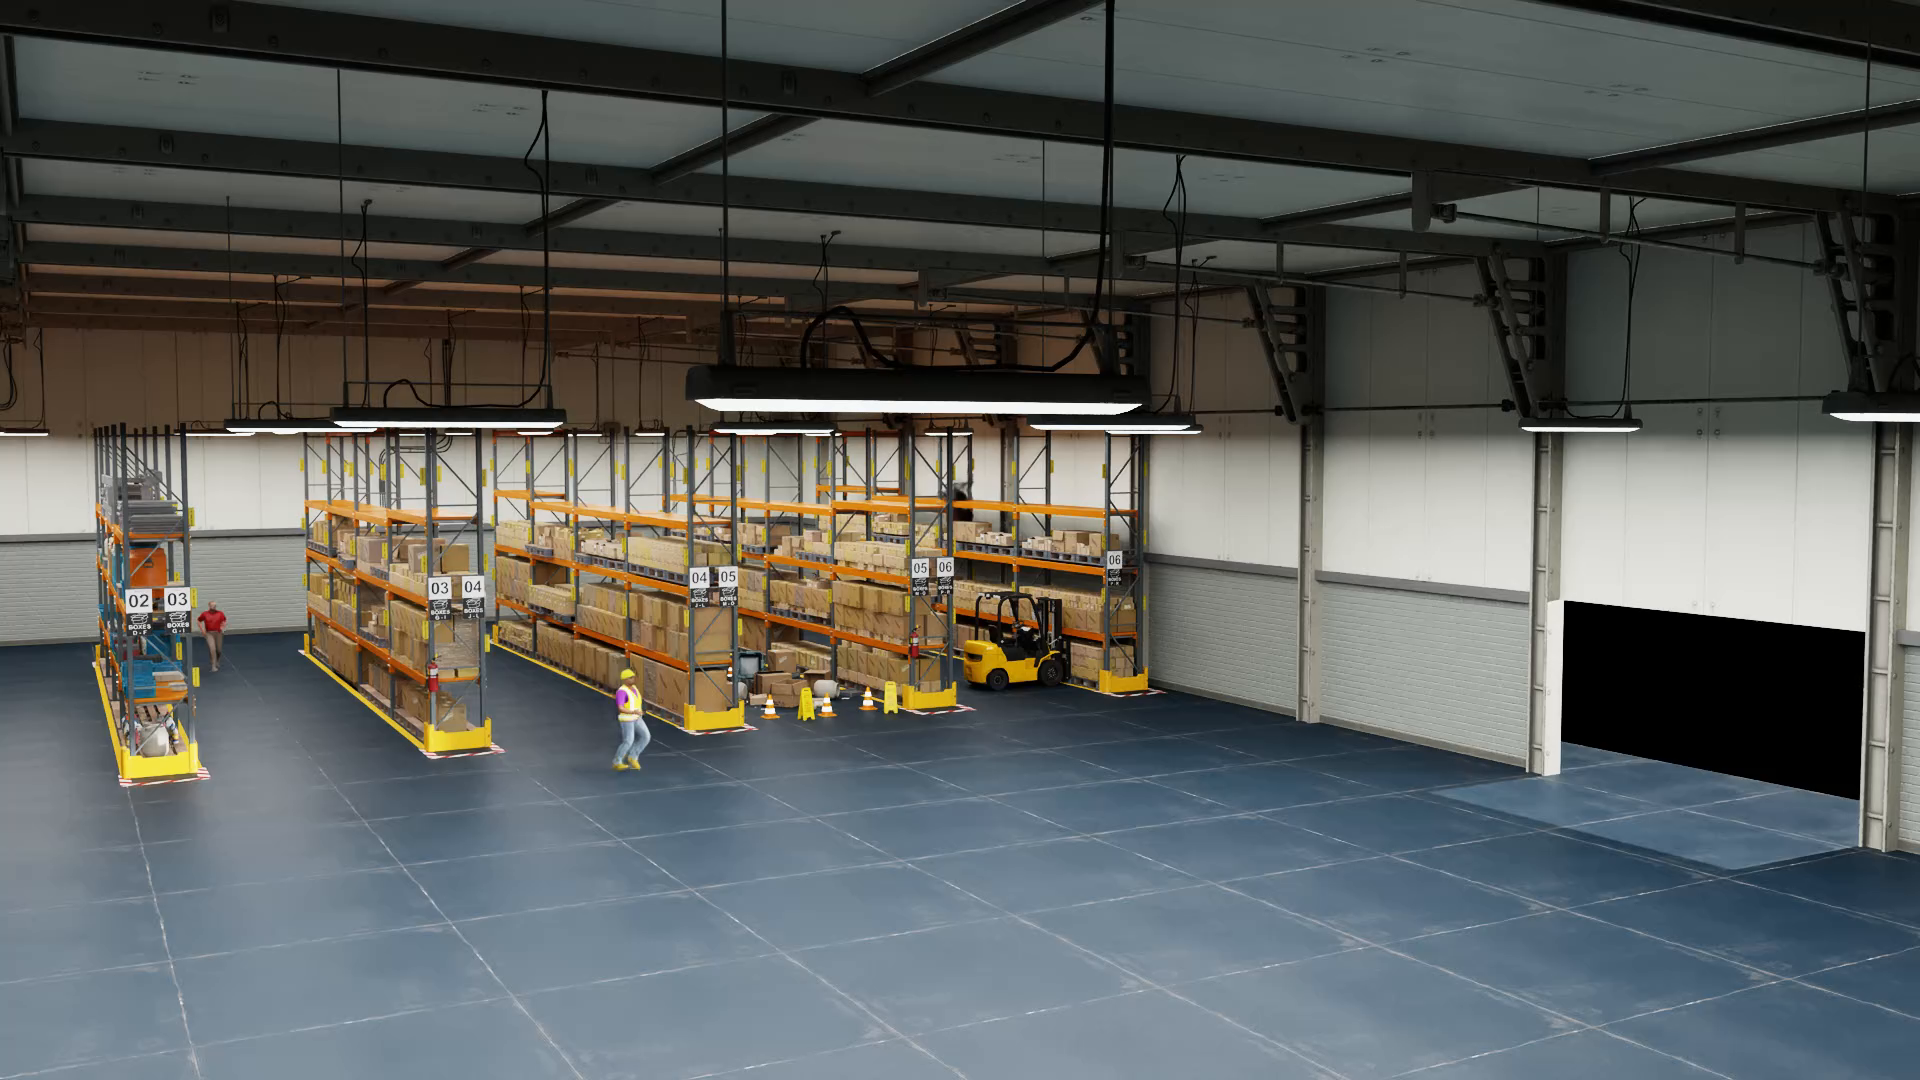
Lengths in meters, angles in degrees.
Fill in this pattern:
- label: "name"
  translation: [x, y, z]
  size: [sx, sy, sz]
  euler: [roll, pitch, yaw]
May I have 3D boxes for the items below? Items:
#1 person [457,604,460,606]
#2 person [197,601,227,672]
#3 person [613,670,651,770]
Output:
- label: "person"
  translation: [-14.281, 2.049, 47.039]
  size: [0.677, 1.698, 0.737]
  euler: [2, 4, 34]
- label: "person"
  translation: [-18.478, 2.371, 41.143]
  size: [0.676, 1.725, 0.854]
  euler: [-3, 4, -37]
- label: "person"
  translation: [-5.686, 3.112, 28.717]
  size: [0.665, 1.760, 0.699]
  euler: [1, 4, 20]
